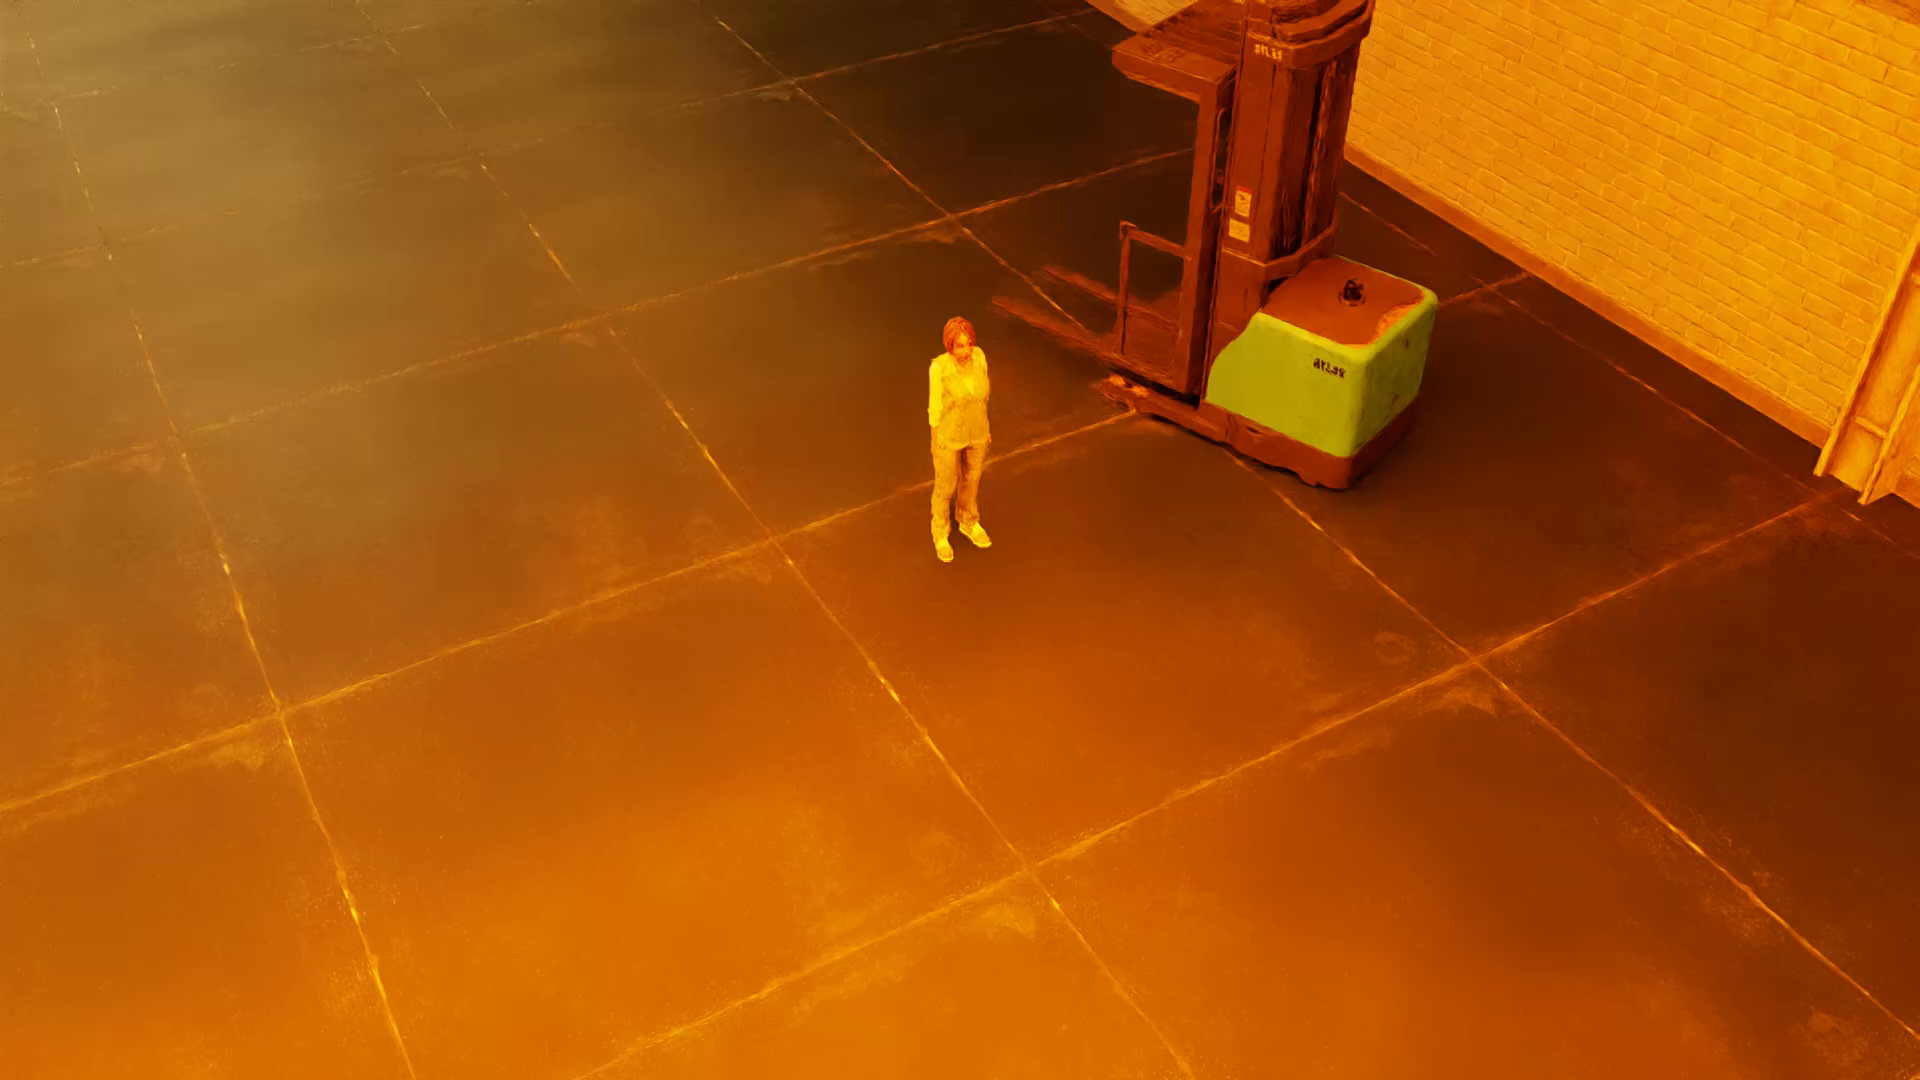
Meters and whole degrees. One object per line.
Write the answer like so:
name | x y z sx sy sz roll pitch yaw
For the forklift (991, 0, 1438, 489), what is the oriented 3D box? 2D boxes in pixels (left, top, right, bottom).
forklift | 1.600 -2.248 10.746 3.031 2.935 1.130 28 47 30

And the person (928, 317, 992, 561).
person | 0.005 -0.611 9.815 0.405 1.604 0.310 -20 44 -23
